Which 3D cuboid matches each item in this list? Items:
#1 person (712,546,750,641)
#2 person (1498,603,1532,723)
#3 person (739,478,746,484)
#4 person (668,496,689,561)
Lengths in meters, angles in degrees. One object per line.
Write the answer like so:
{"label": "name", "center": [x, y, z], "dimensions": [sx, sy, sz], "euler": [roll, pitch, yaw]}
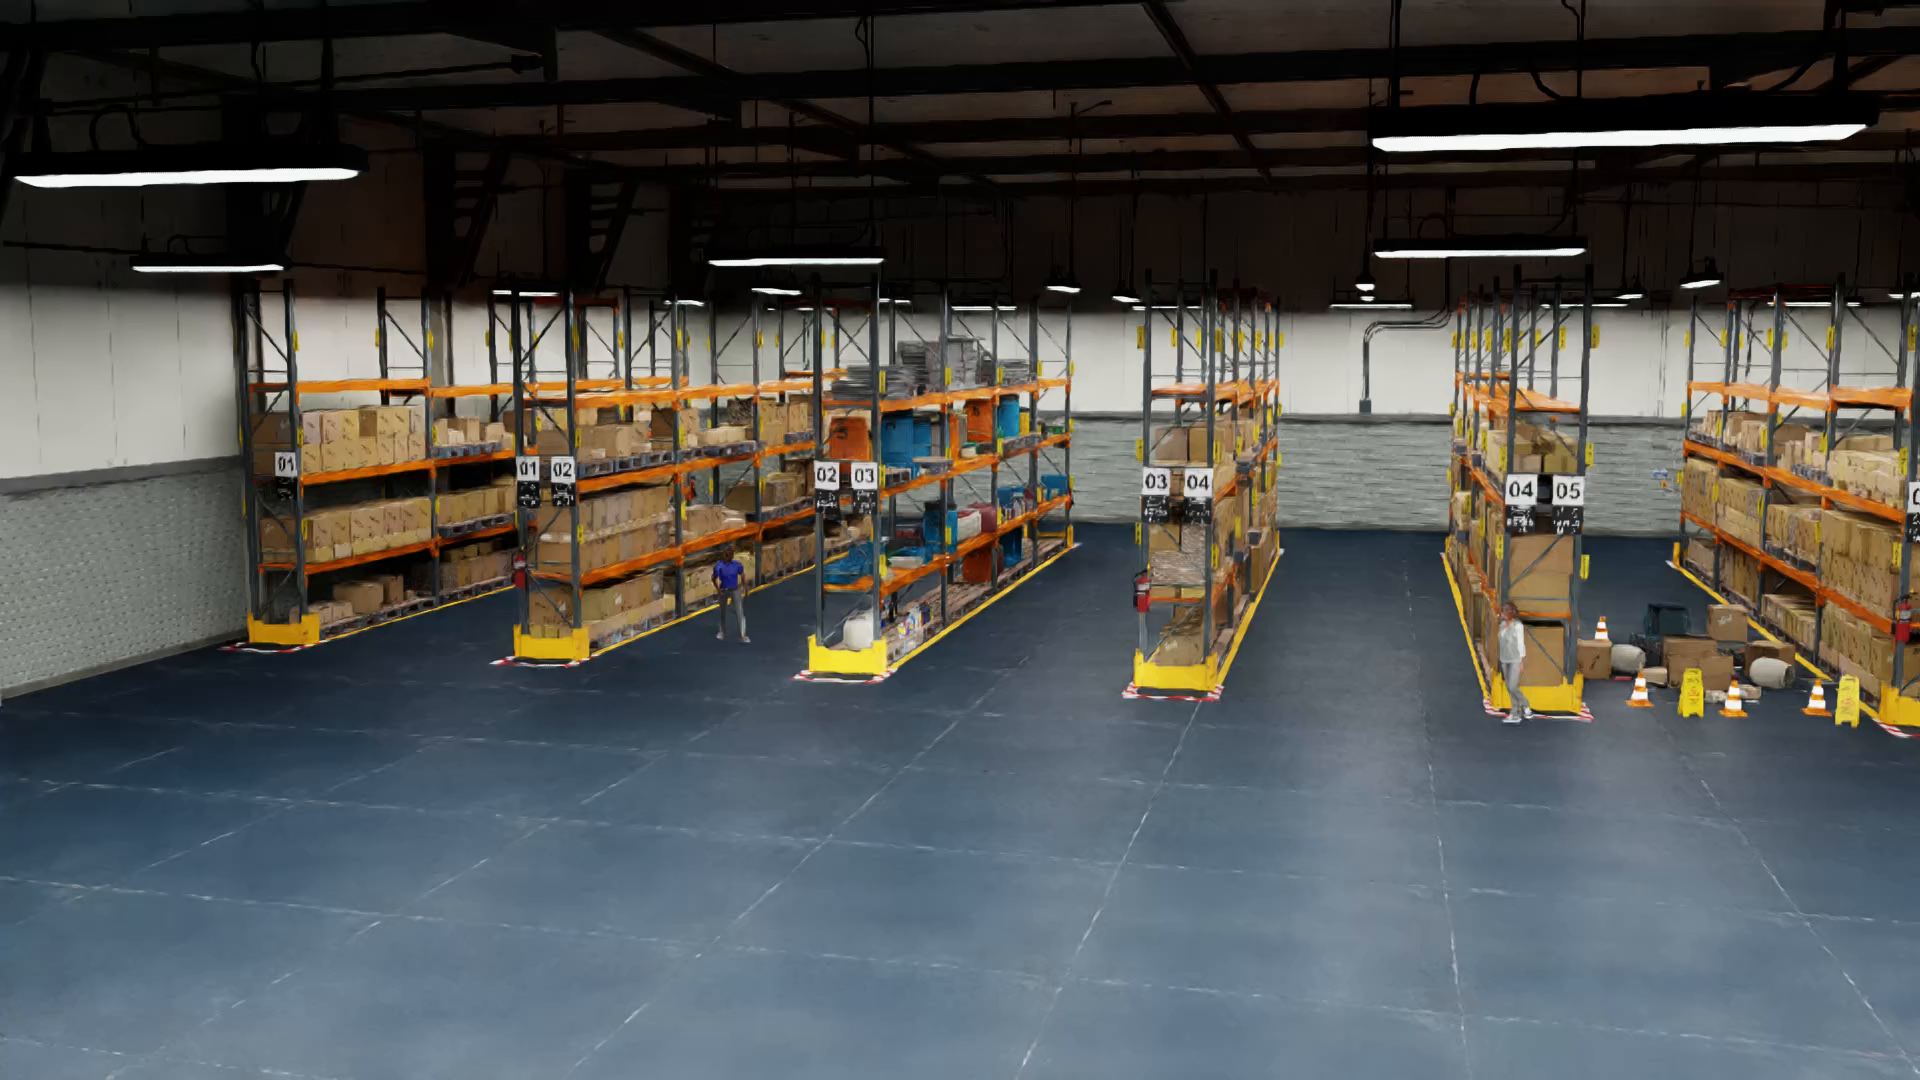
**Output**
{"label": "person", "center": [-3.822, 0.882, 27.807], "dimensions": [0.624, 1.590, 0.794], "euler": [-1, 7, -5]}
{"label": "person", "center": [7.282, 1.605, 21.788], "dimensions": [0.462, 1.593, 0.440], "euler": [-2, 7, -19]}
{"label": "person", "center": [-5.209, -0.656, 40.030], "dimensions": [0.598, 1.698, 1.194], "euler": [2, 7, 17]}
{"label": "person", "center": [-6.188, -0.176, 36.539], "dimensions": [0.639, 1.632, 0.506], "euler": [1, 7, 12]}
